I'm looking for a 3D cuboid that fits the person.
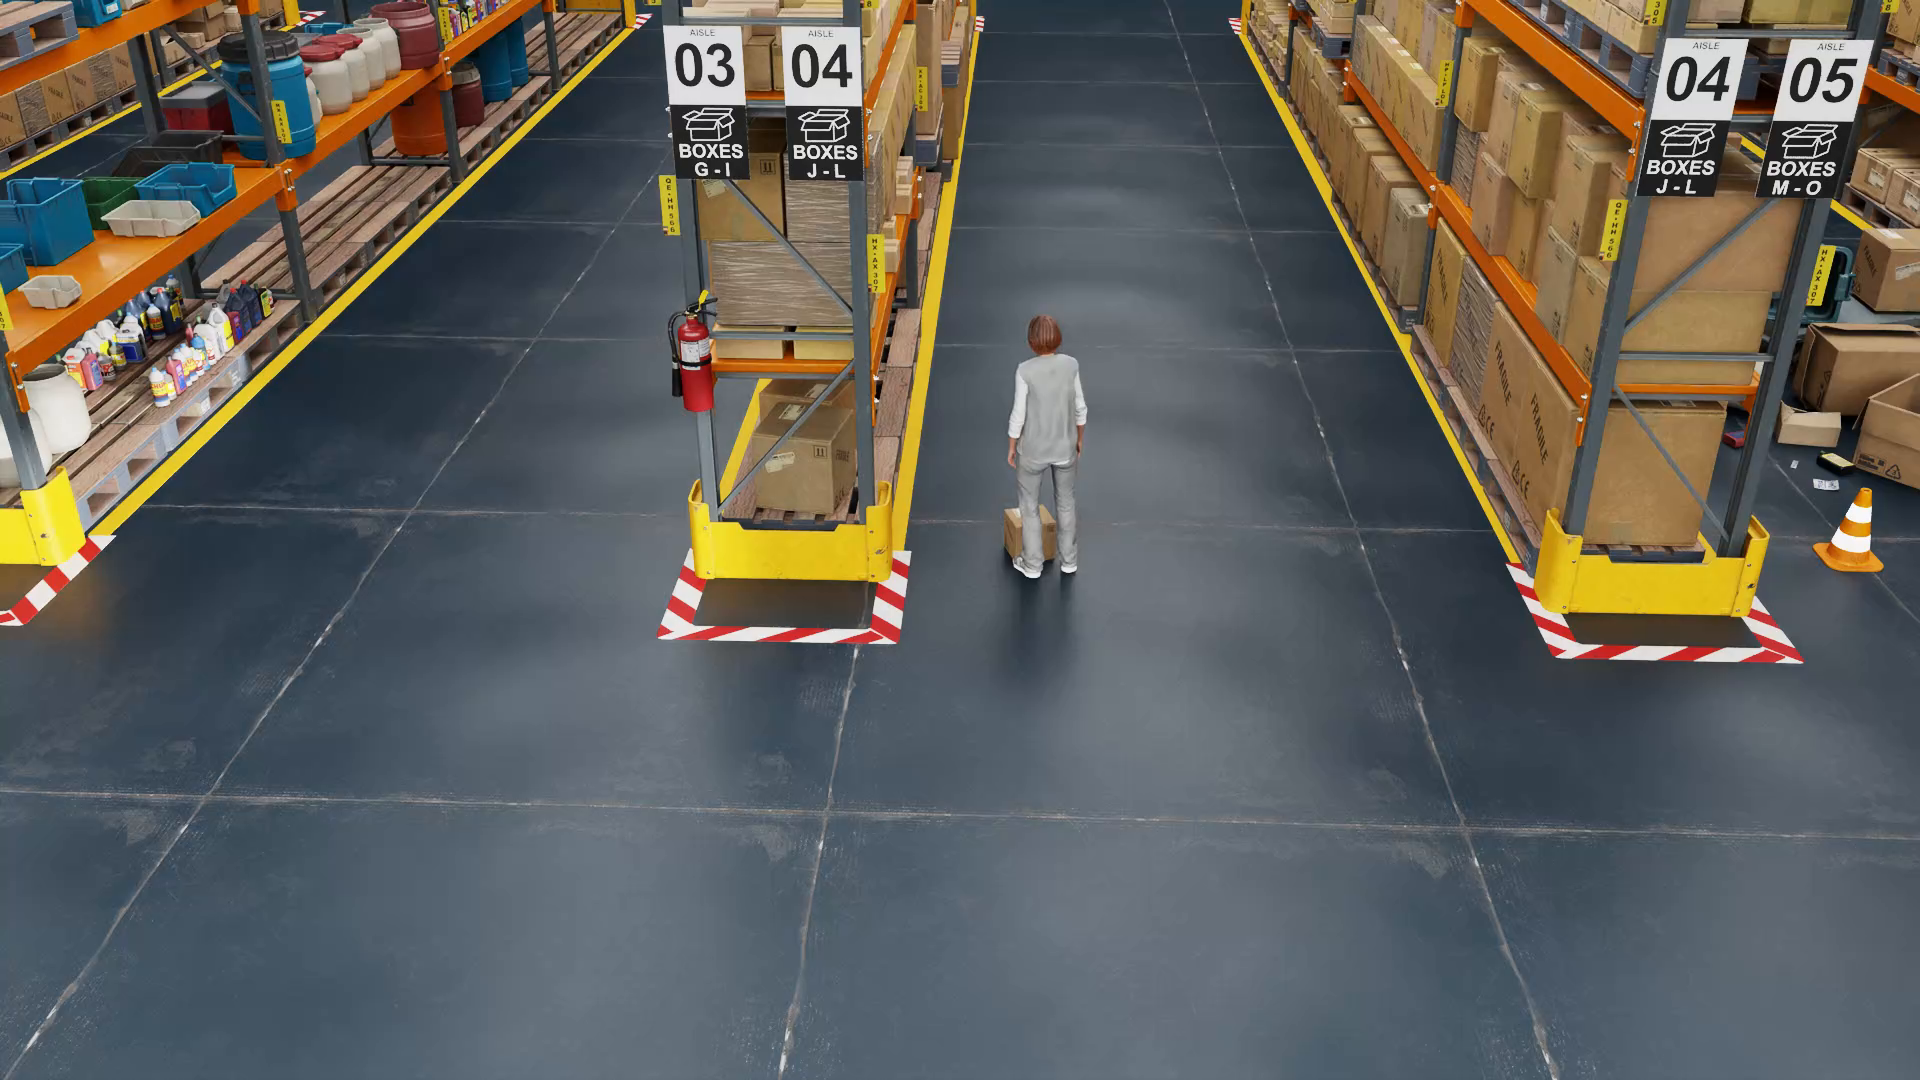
[{"bbox_3d":[0.501,-0.521,9.599,0.465,1.593,0.346,-7,29,-12],"label":"person"}]
